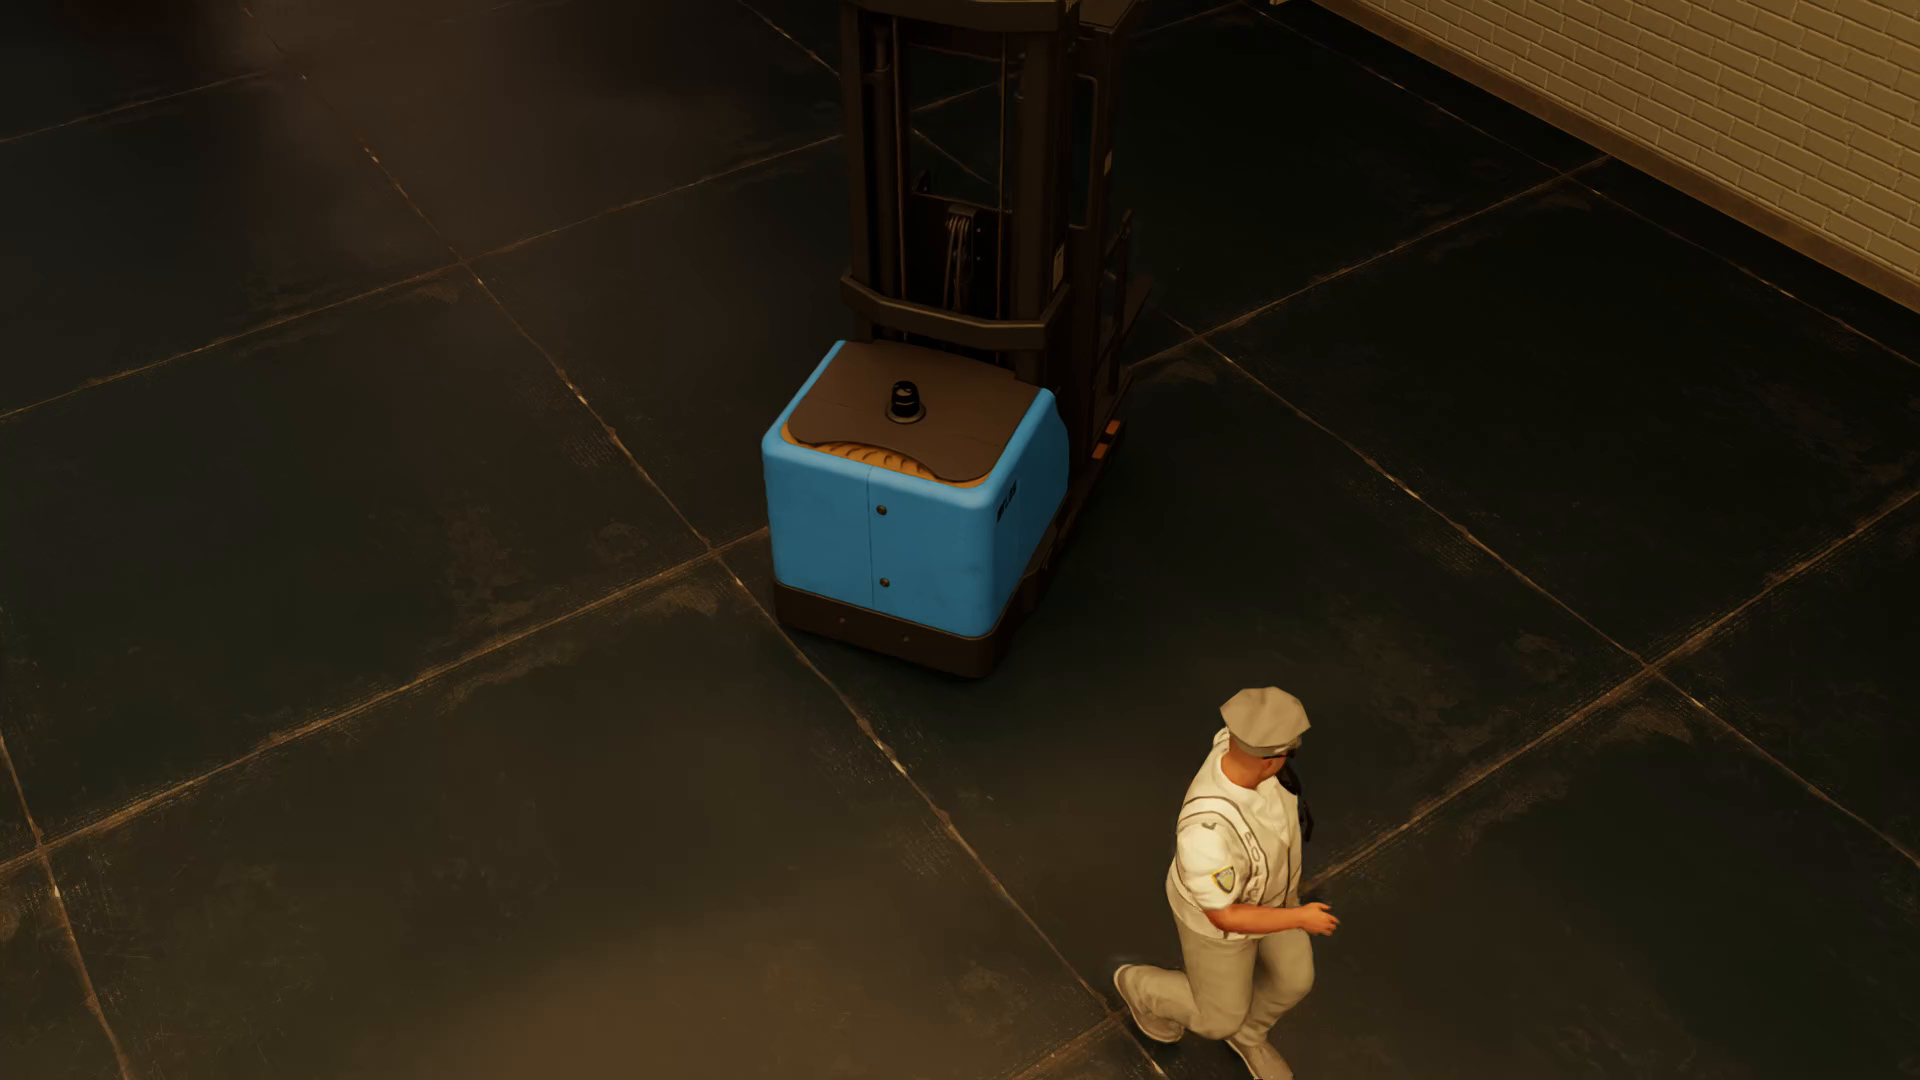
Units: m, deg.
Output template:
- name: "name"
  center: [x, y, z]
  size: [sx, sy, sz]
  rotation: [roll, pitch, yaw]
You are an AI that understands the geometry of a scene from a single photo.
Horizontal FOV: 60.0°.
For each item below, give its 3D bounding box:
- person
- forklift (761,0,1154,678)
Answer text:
- name: "person"
  center: [0.910, 1.141, 5.413]
  size: [0.695, 1.680, 0.663]
  rotation: [33, 52, 31]
- name: "forklift"
  center: [0.189, -1.494, 7.337]
  size: [1.130, 2.935, 3.031]
  rotation: [15, 45, 16]
